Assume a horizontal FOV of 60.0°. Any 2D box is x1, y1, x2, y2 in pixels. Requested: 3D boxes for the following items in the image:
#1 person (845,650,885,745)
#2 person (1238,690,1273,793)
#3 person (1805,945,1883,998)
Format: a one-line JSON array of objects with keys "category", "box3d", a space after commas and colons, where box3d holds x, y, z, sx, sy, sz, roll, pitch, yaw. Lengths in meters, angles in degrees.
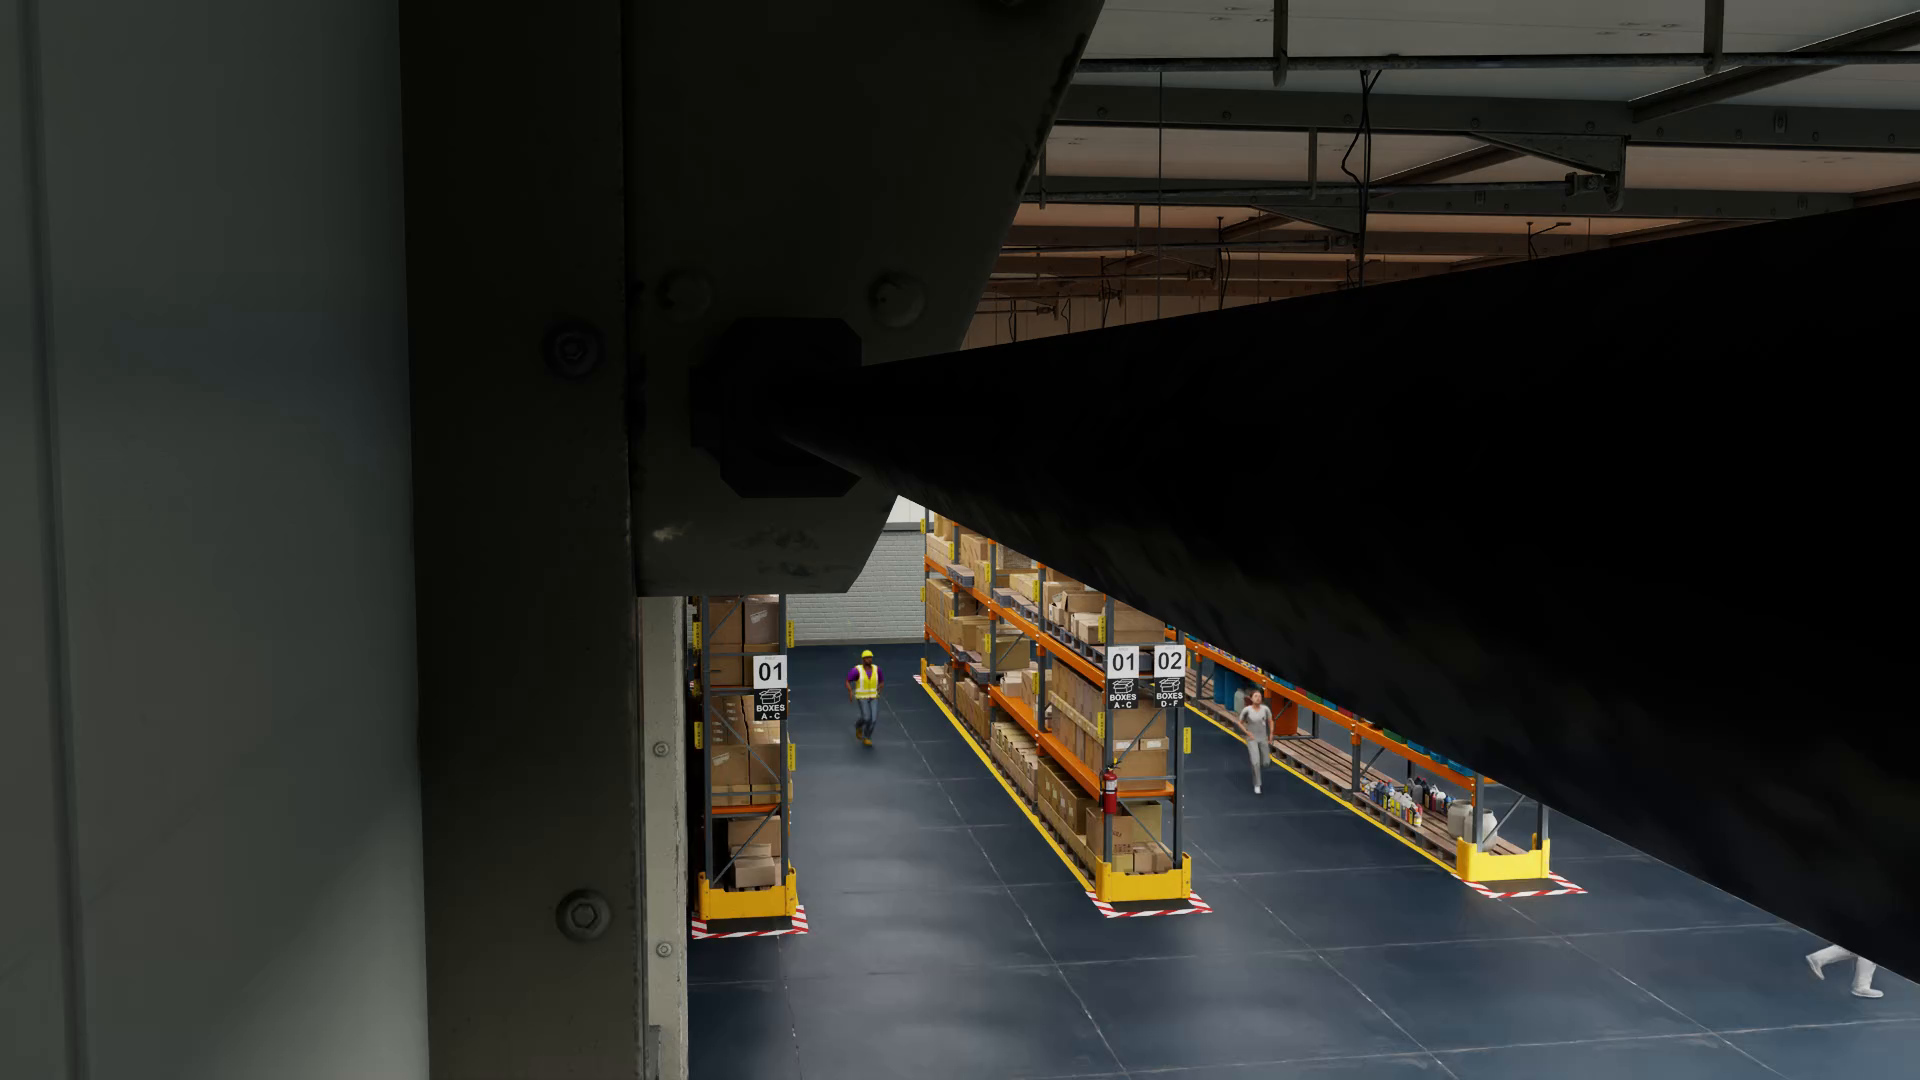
[{"category": "person", "box3d": [-1.663, 2.841, 29.888, 0.691, 1.720, 0.575, -2, 5, -23]}, {"category": "person", "box3d": [4.735, 3.192, 26.648, 0.580, 1.616, 0.639, -1, 5, -7]}, {"category": "person", "box3d": [9.344, 3.981, 17.496, 0.727, 1.624, 0.615, 1, 5, 15]}]
